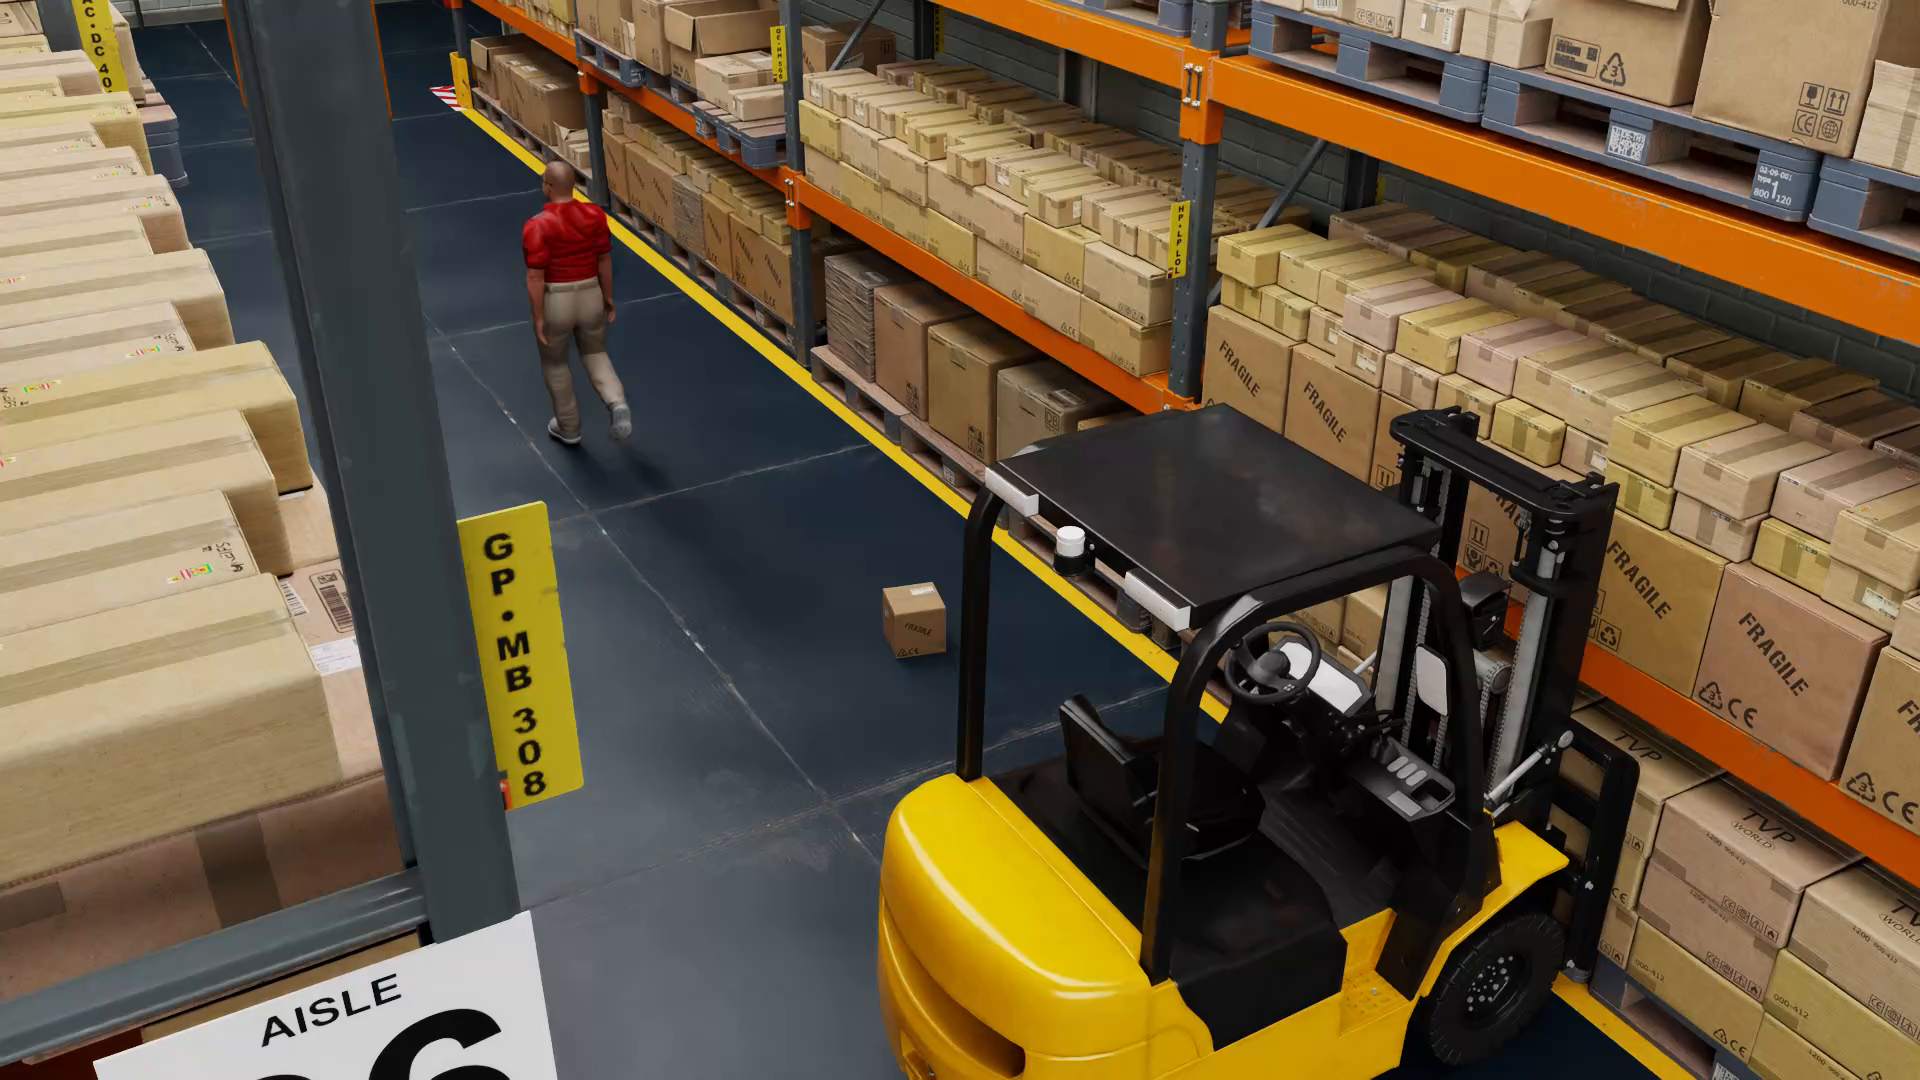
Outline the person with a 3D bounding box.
[{"bbox_3d":[-2.218,-1.336,9.537,0.539,1.705,0.663,-19,34,-30],"label":"person"}]
